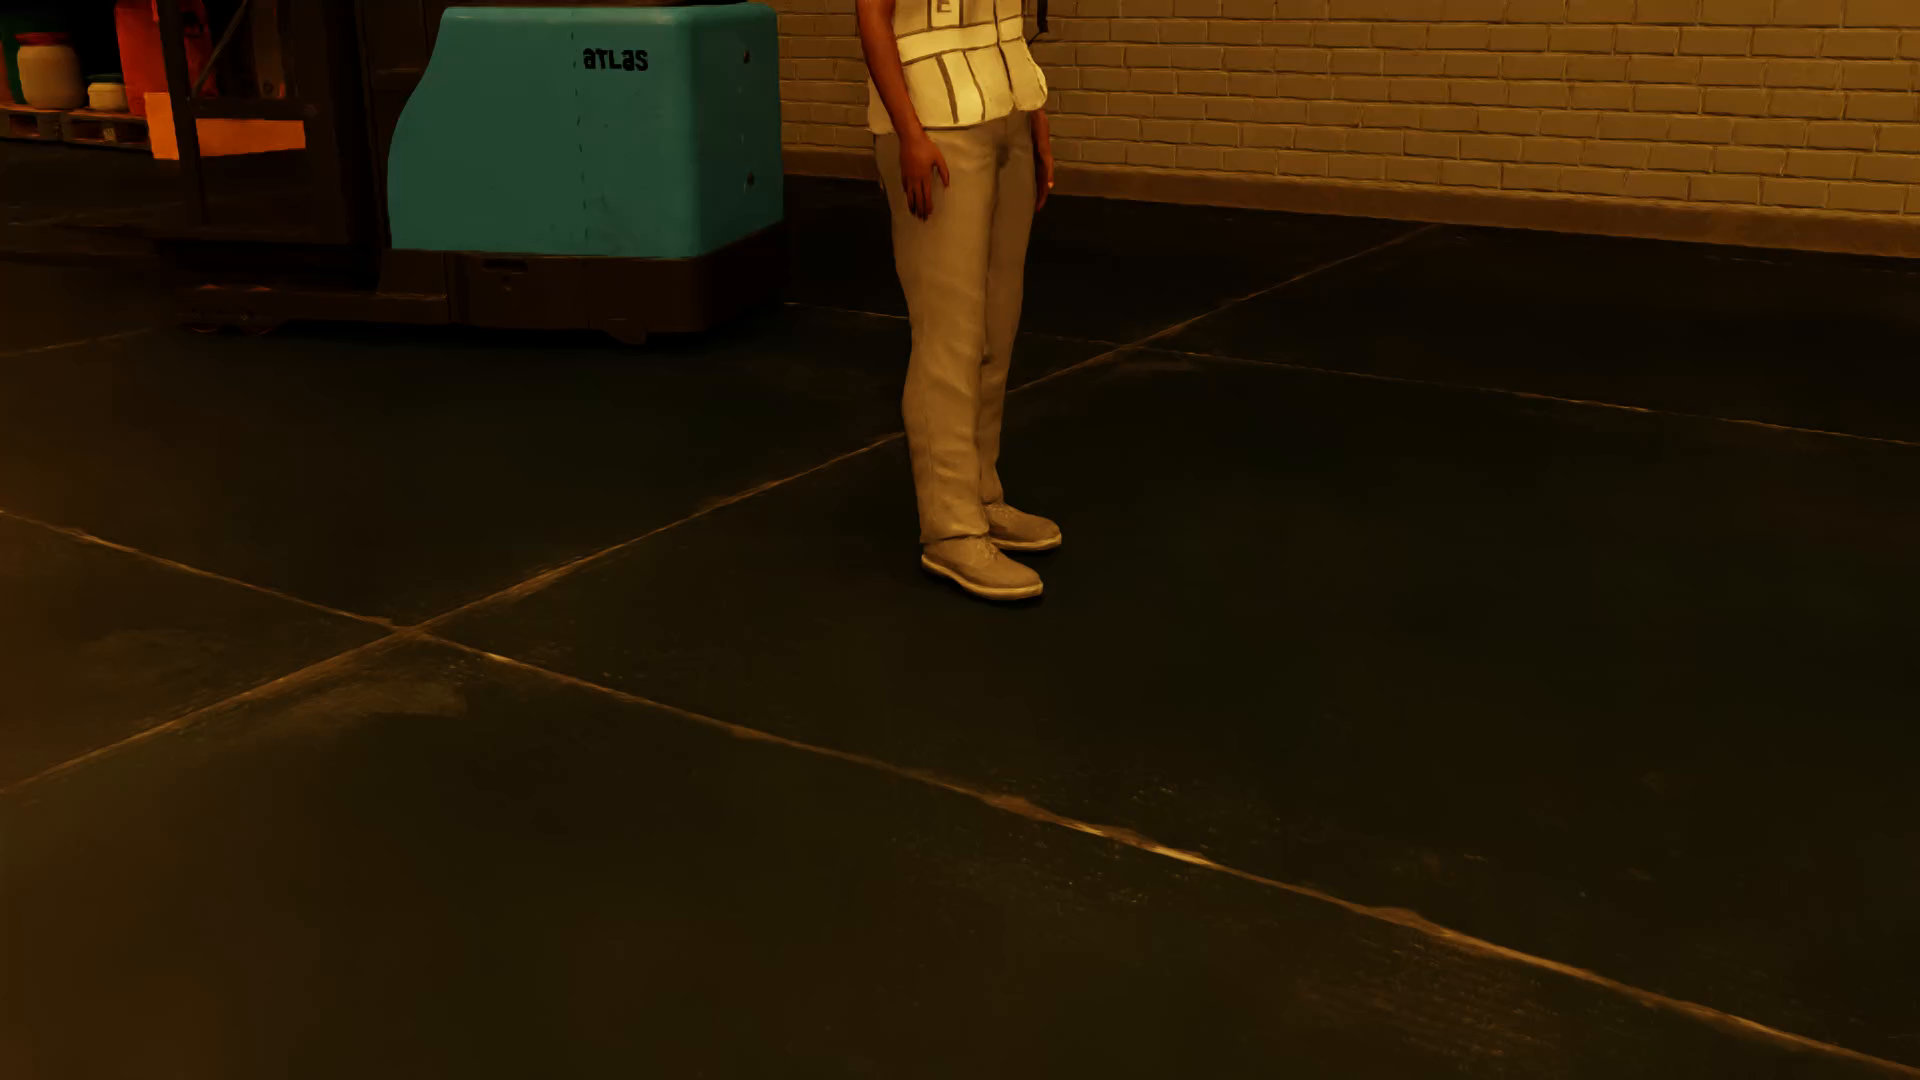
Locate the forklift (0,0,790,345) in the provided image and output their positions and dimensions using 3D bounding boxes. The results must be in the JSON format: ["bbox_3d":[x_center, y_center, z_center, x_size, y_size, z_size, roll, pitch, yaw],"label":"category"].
[{"bbox_3d":[-2.207,-2.245,5.674,3.031,2.935,1.130,4,19,11],"label":"forklift"}]

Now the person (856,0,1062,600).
[{"bbox_3d":[0.053,-0.792,3.288,0.529,1.695,0.570,11,22,30],"label":"person"}]
